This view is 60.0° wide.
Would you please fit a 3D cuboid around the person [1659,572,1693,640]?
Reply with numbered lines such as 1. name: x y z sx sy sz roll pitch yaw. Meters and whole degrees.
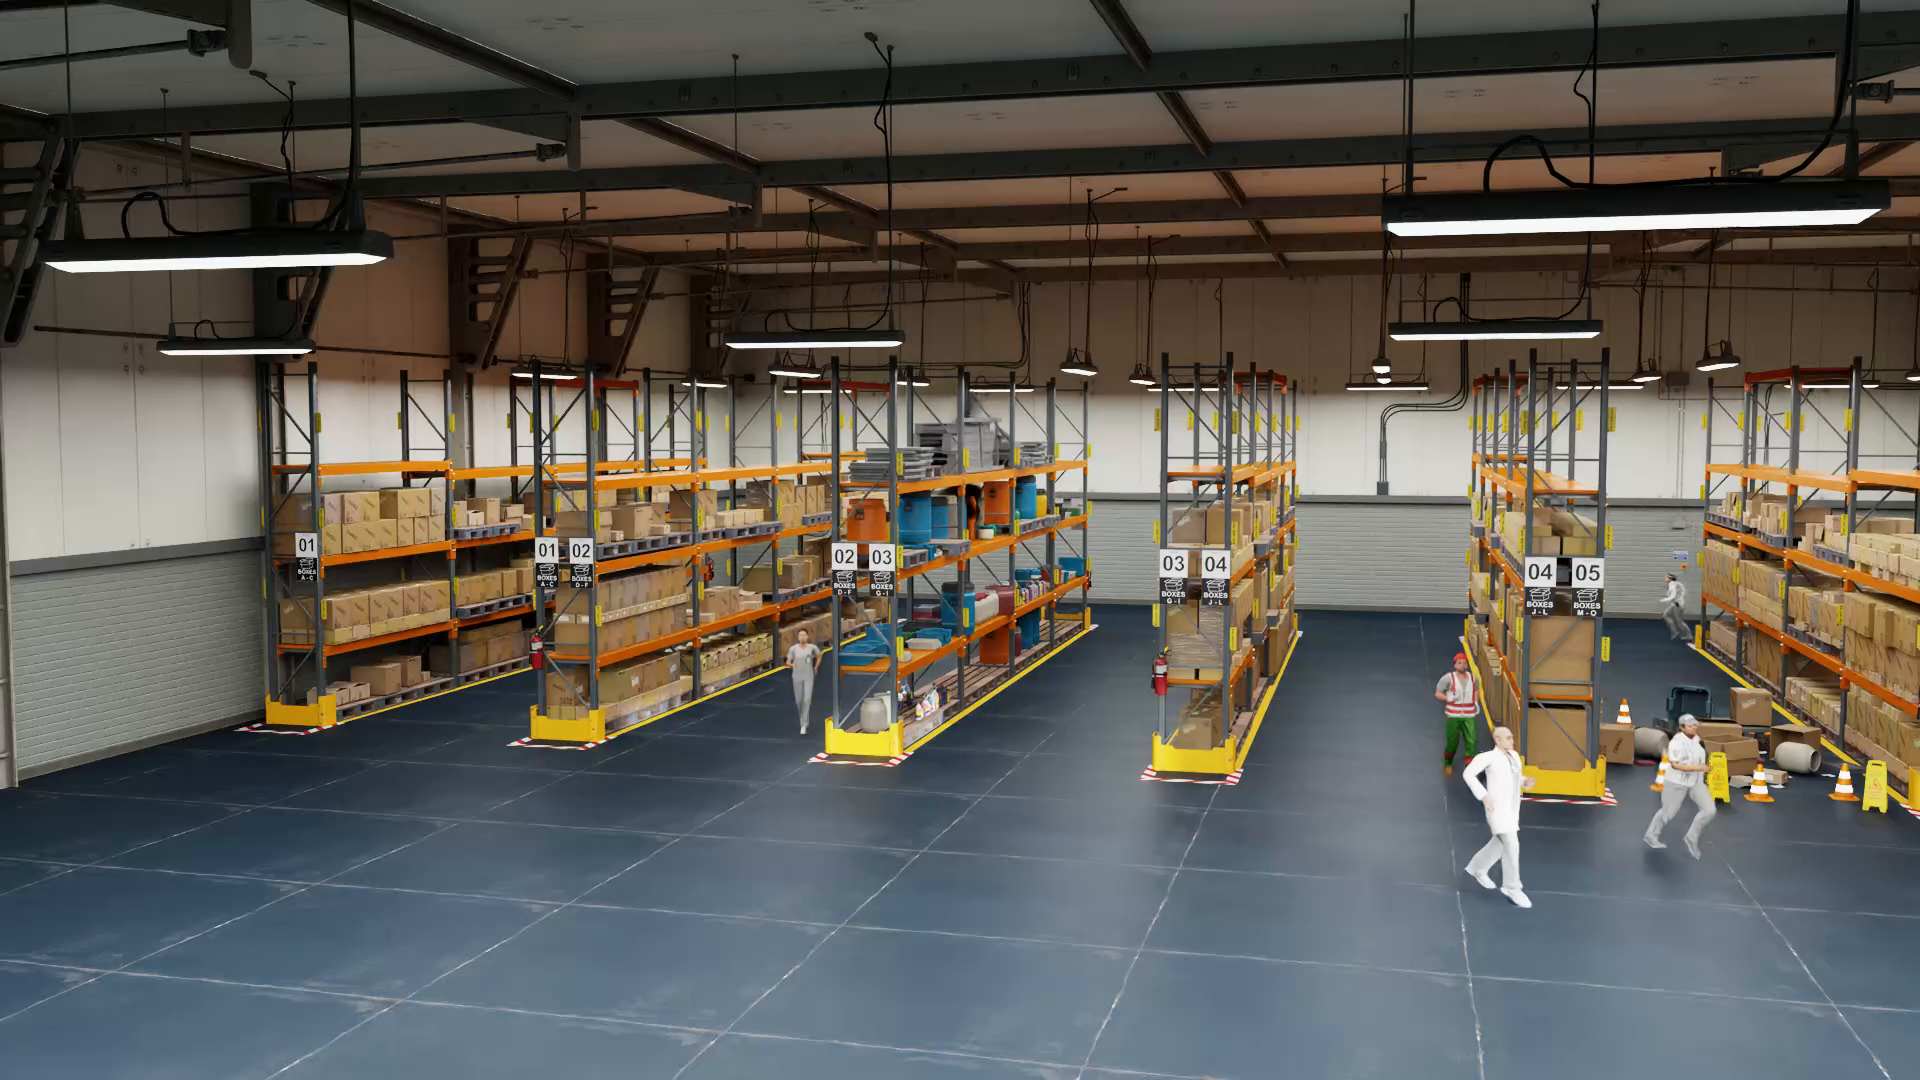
1. person: 16.506 1.532 38.301 0.764 1.614 0.624 2 4 22

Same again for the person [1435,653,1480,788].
1. person: 6.917 2.471 23.050 0.651 1.817 0.856 0 4 4

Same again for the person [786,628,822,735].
1. person: -2.532 2.251 26.892 0.567 1.659 0.955 0 4 0

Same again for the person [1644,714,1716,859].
1. person: 8.365 2.829 19.197 0.617 1.675 0.848 -2 4 -24

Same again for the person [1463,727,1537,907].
1. person: 5.697 2.873 17.546 0.694 1.822 0.876 -3 5 -39
